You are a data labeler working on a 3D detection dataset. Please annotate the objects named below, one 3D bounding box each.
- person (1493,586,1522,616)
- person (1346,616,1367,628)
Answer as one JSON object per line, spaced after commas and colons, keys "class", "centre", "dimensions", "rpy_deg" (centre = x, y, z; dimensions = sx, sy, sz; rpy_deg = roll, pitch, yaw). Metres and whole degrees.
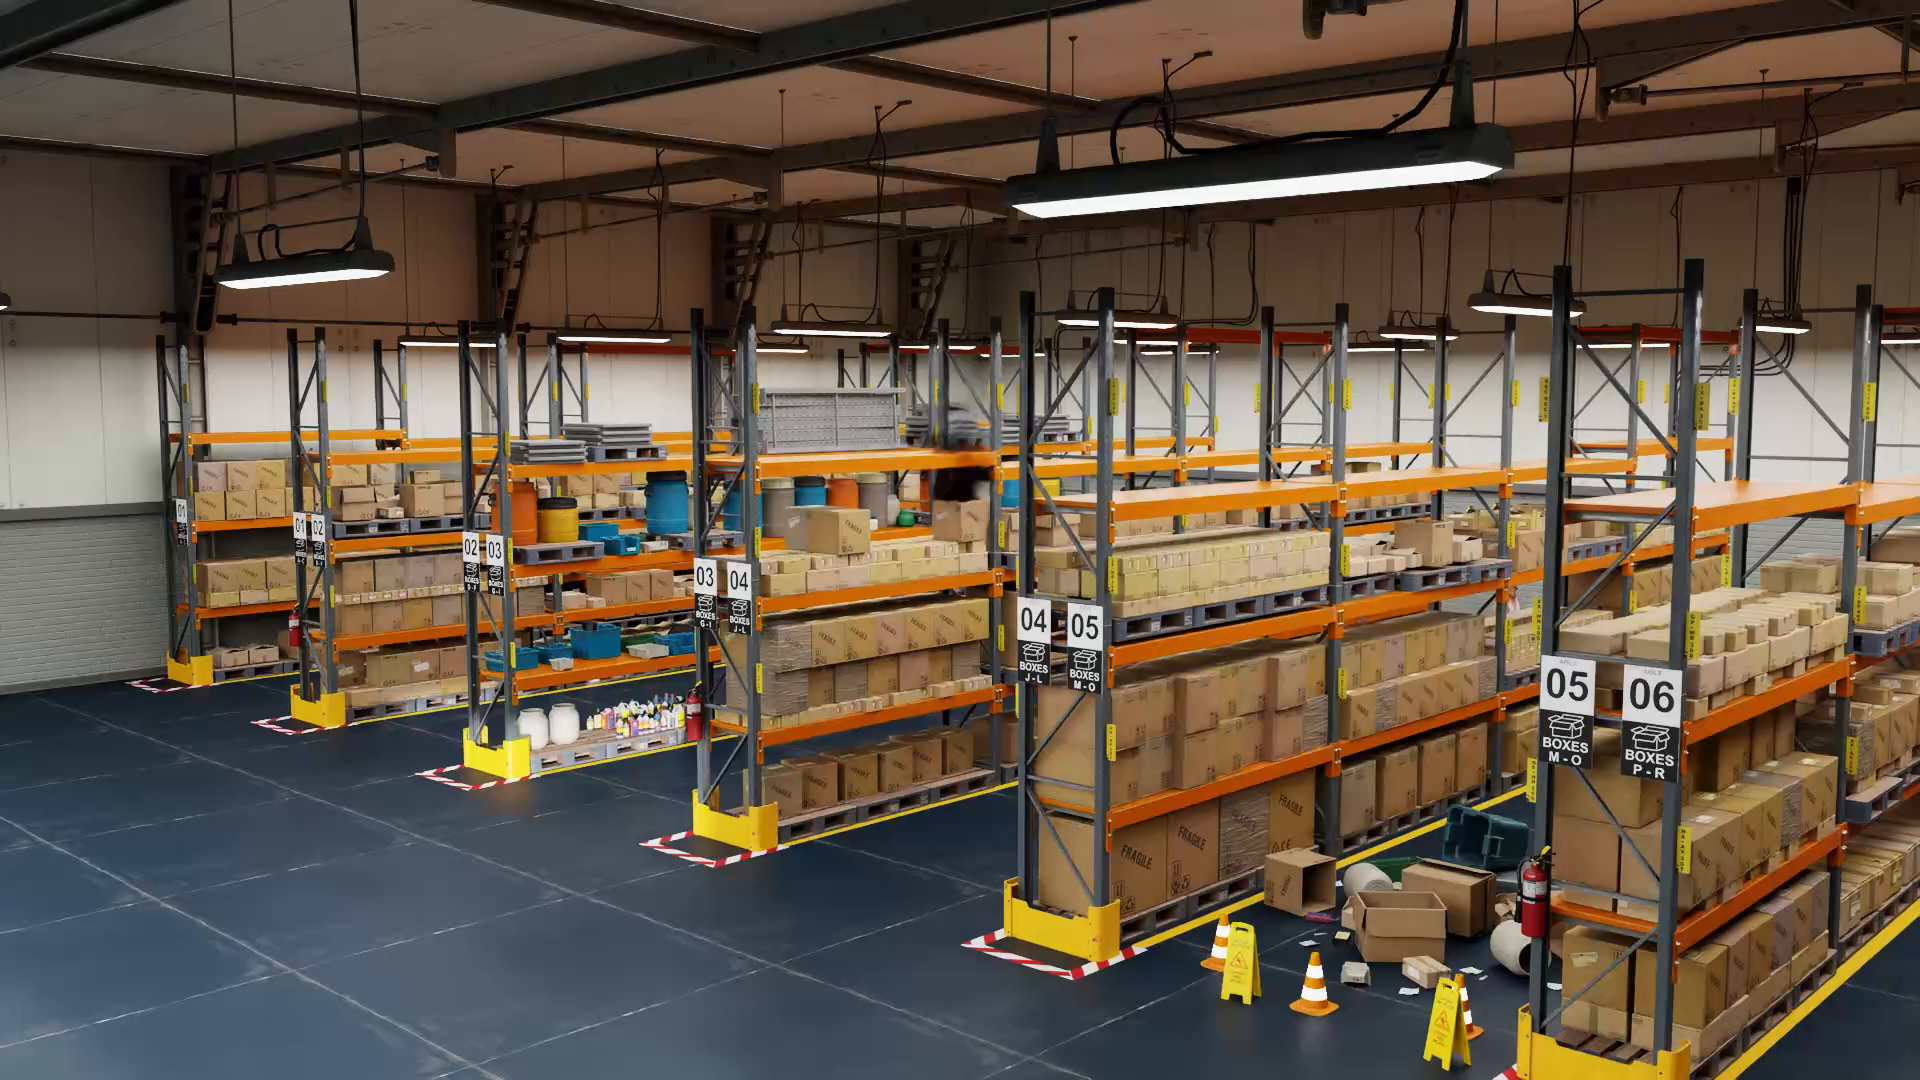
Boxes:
{"class": "person", "centre": [9.736, 1.586, 29.299], "dimensions": [0.734, 1.643, 1.123], "rpy_deg": [-1, 5, -9]}
{"class": "person", "centre": [6.107, 1.933, 25.348], "dimensions": [0.603, 1.786, 0.866], "rpy_deg": [5, 7, 41]}
